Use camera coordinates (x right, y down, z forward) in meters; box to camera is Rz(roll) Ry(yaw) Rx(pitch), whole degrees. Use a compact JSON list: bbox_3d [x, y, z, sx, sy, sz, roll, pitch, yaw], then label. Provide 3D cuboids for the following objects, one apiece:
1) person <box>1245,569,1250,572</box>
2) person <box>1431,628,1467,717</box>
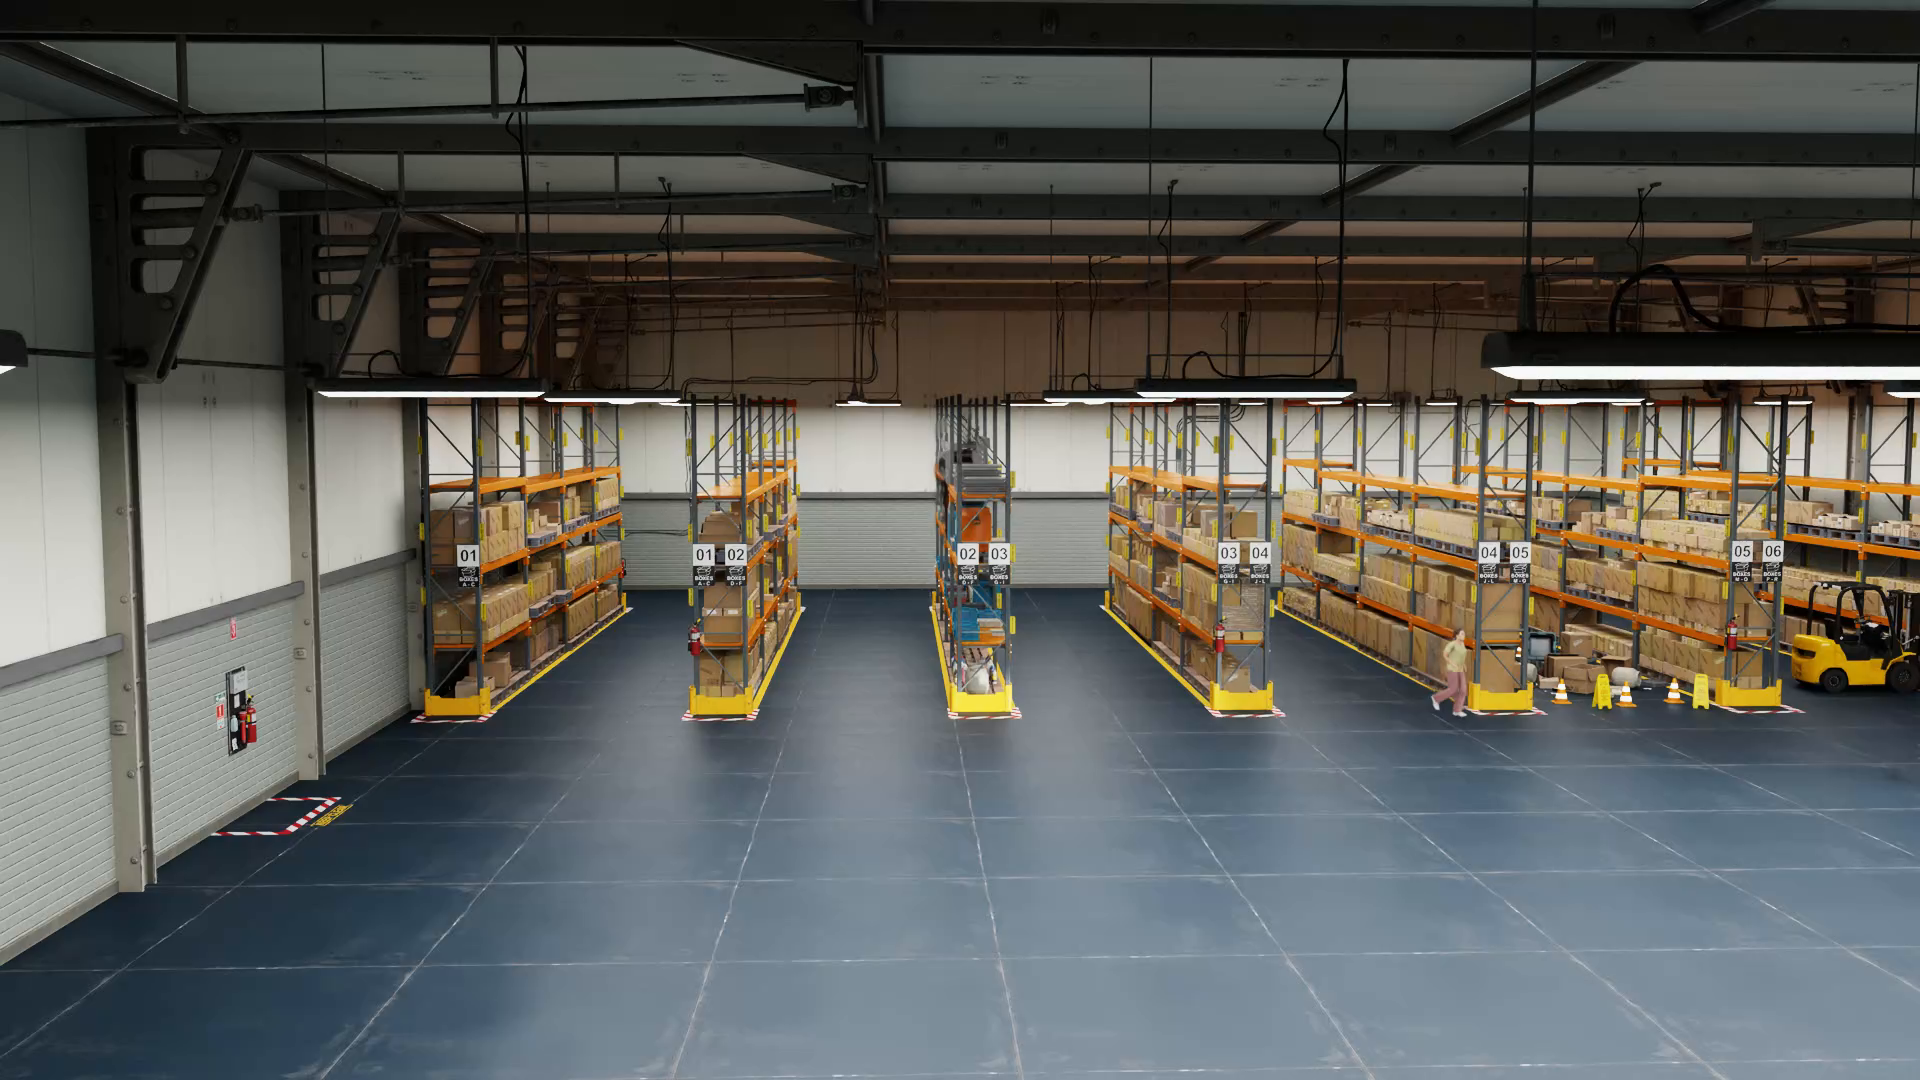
[{"bbox_3d":[8.055,1.269,45.663,0.685,1.767,0.677,0,5,6],"label":"person"},{"bbox_3d":[9.253,2.454,31.172,0.630,1.649,0.722,-4,6,-39],"label":"person"}]
